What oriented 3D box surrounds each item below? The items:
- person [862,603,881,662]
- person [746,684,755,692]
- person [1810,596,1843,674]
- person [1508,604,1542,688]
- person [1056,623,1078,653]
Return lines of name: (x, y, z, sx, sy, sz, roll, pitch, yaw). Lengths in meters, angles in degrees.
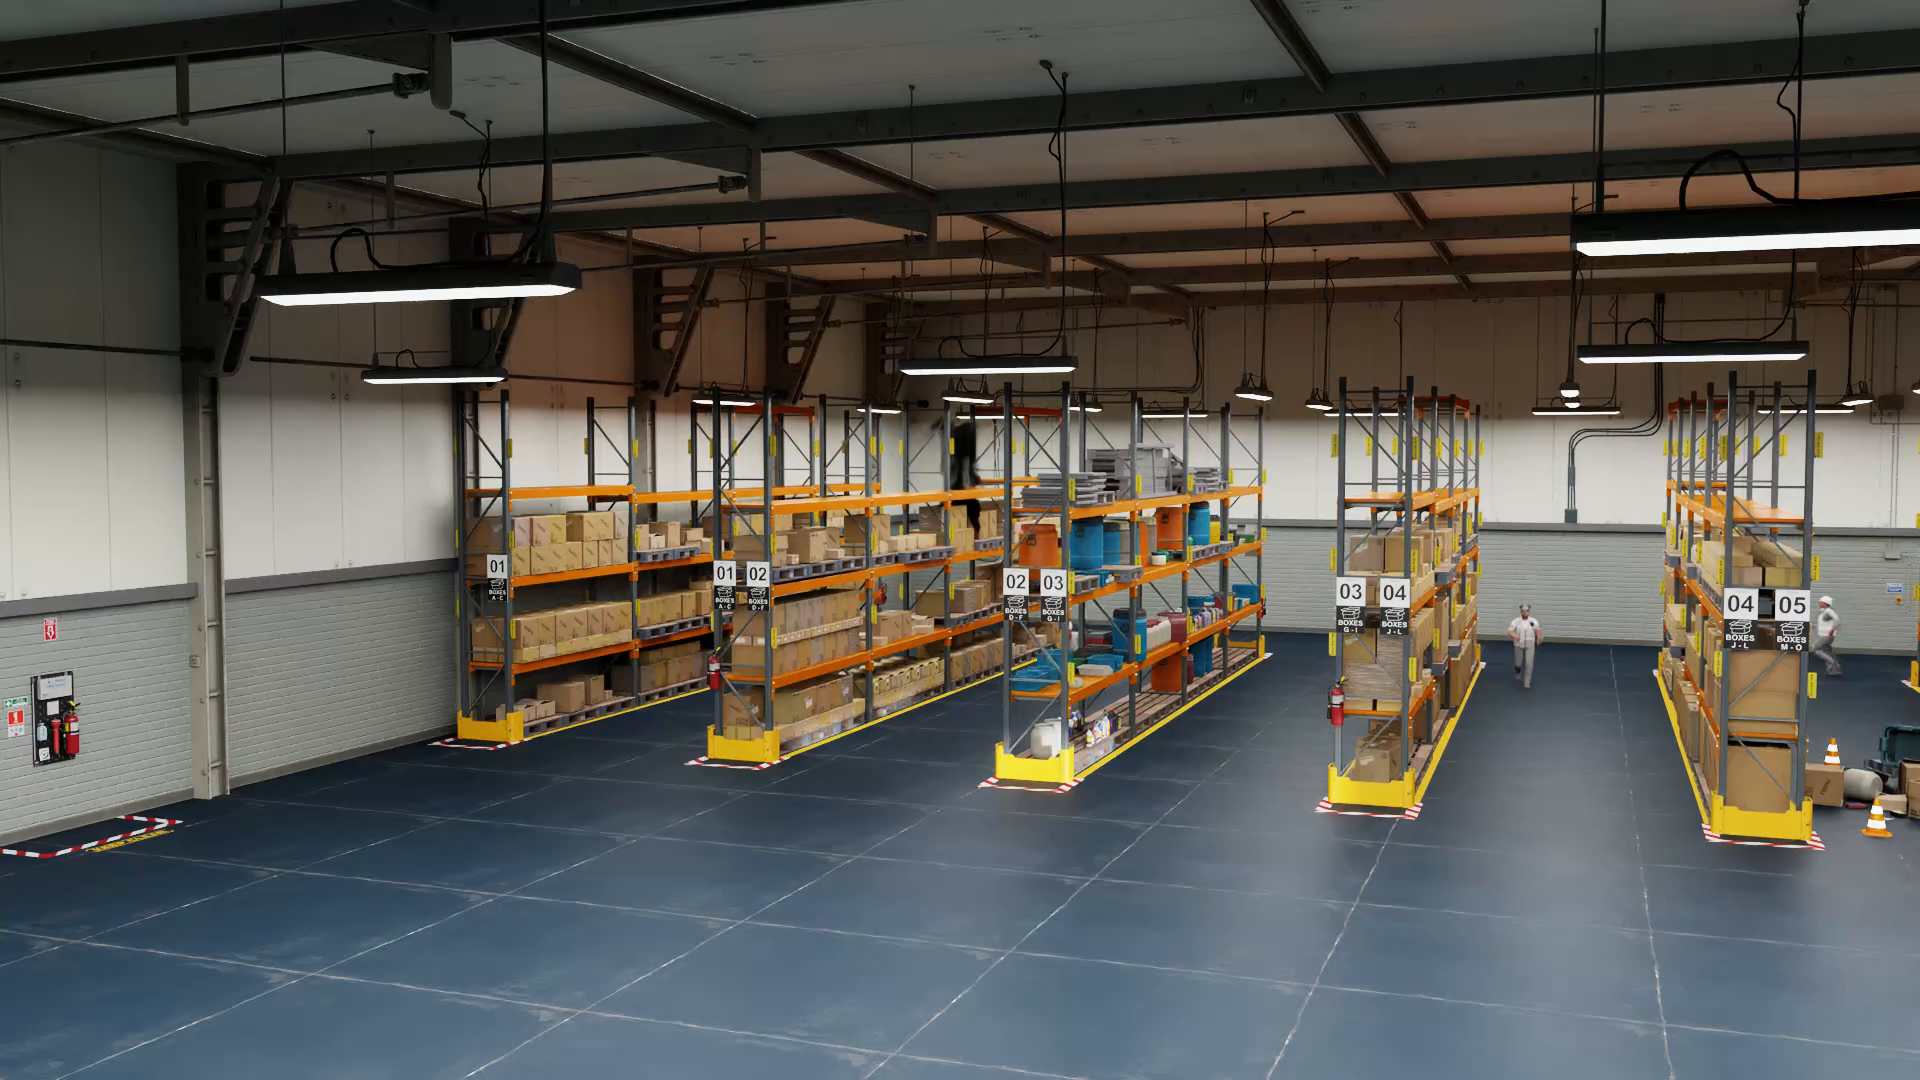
person: (-1.914, 2.183, 36.185, 0.616, 1.708, 0.714, 1, 3, 19)
person: (-3.729, 2.549, 30.544, 0.538, 1.566, 0.500, 1, 3, 12)
person: (19.086, 2.105, 36.697, 0.762, 1.724, 0.677, 1, 3, 24)
person: (11.861, 2.206, 34.900, 0.674, 1.740, 0.782, 1, 3, 15)
person: (2.243, 2.395, 32.836, 0.694, 1.602, 0.830, 1, 3, 25)
